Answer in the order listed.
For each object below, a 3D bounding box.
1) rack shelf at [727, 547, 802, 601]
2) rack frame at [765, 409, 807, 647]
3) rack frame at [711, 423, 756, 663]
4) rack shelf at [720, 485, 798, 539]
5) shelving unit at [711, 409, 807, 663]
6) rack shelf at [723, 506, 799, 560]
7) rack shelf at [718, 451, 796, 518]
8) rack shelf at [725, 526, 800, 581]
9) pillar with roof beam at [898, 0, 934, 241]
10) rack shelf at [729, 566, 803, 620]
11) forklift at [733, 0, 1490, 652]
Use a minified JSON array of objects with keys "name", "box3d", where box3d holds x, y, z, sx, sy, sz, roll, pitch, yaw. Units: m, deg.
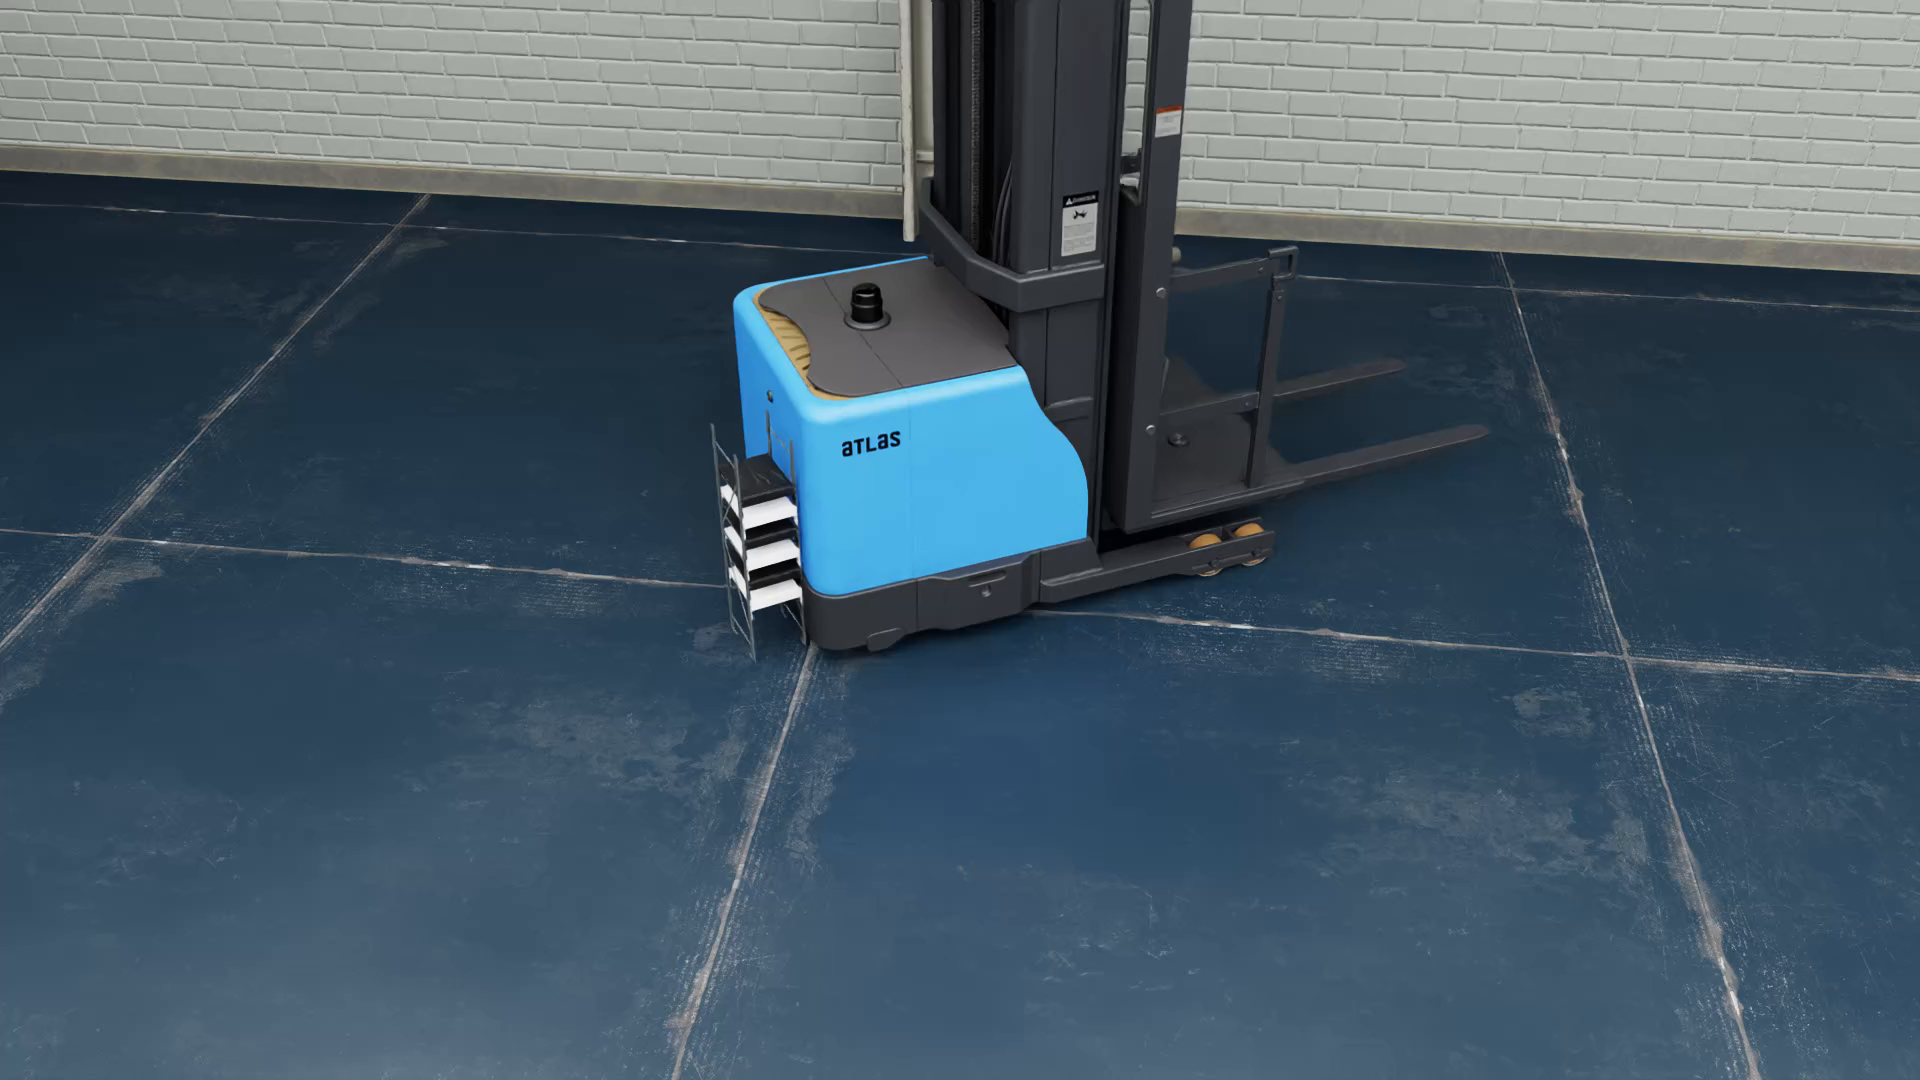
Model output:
[{"name":"rack shelf","box3d":[-0.718,0.096,6.053,0.200,0.077,0.258,-17,39,-22]},{"name":"rack frame","box3d":[-0.627,-0.032,6.019,0.006,0.900,0.240,-17,39,-22]},{"name":"rack frame","box3d":[-0.808,0.022,5.943,0.006,0.900,0.240,-17,39,-22]},{"name":"rack shelf","box3d":[-0.718,-0.124,5.896,0.200,0.077,0.258,-17,39,-22]},{"name":"shelving unit","box3d":[-0.718,-0.005,5.981,0.210,0.900,0.258,-17,39,-22]},{"name":"rack shelf","box3d":[-0.718,-0.051,5.948,0.200,0.077,0.258,-17,39,-22]},{"name":"rack shelf","box3d":[-0.717,-0.197,5.843,0.200,0.077,0.258,-17,39,-22]},{"name":"rack shelf","box3d":[-0.718,0.022,6.001,0.200,0.077,0.258,-17,39,-22]},{"name":"pillar with roof beam","box3d":[-0.639,-2.880,3.039,0.400,9.000,9.100,4,36,6]},{"name":"rack shelf","box3d":[-0.718,0.169,6.106,0.200,0.077,0.258,-17,39,-22]},{"name":"forklift","box3d":[0.706,-1.321,6.078,3.031,2.935,1.130,-13,38,-17]}]
